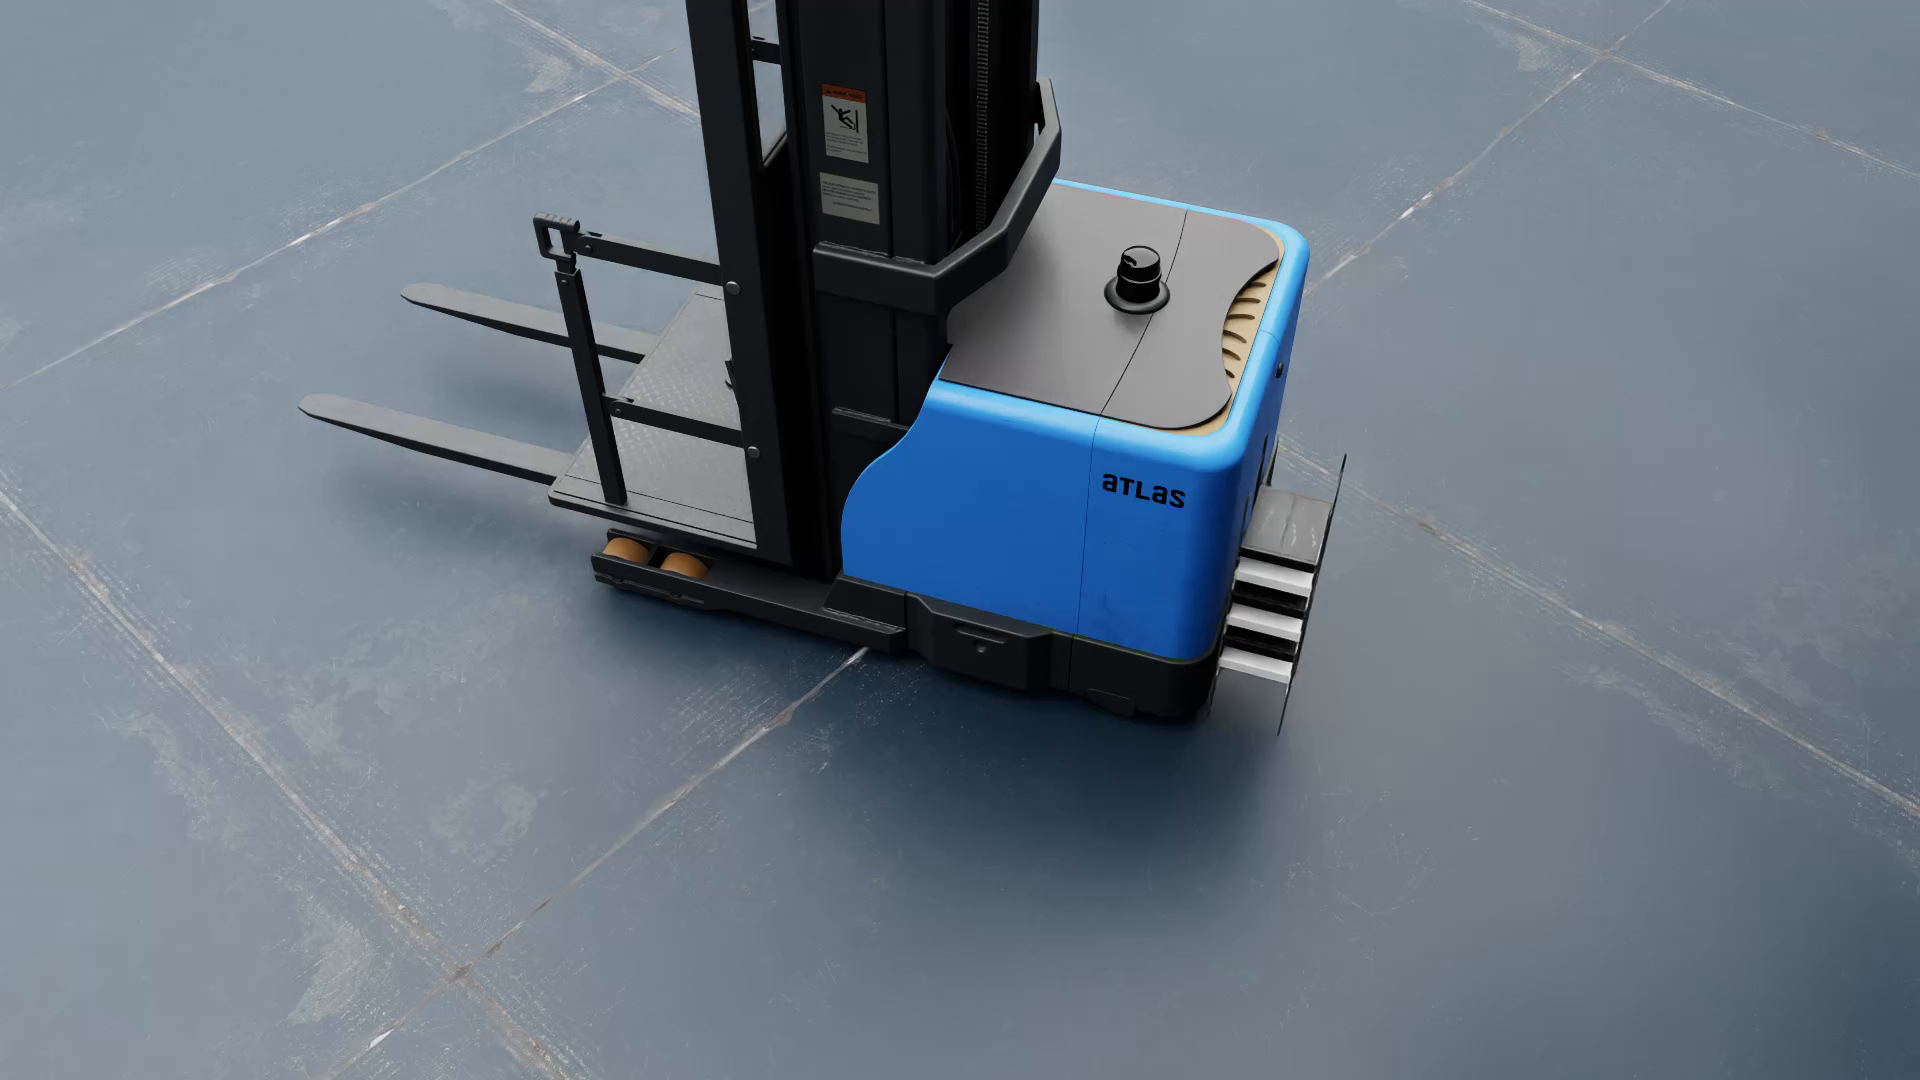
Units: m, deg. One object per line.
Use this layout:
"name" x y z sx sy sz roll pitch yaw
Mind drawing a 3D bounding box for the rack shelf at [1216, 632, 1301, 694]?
"rack shelf" 0.847 0.289 4.654 0.200 0.077 0.258 14 48 13

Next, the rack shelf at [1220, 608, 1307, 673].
"rack shelf" 0.847 0.227 4.588 0.200 0.077 0.258 14 48 13

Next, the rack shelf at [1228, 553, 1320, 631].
"rack shelf" 0.847 0.104 4.457 0.200 0.077 0.258 14 48 13

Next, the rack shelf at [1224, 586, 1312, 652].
"rack shelf" 0.847 0.166 4.523 0.200 0.077 0.258 14 48 13

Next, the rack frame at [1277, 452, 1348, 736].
"rack frame" 0.943 0.167 4.476 0.006 0.900 0.240 14 48 13

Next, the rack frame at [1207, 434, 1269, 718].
"rack frame" 0.751 0.119 4.521 0.006 0.900 0.240 14 48 13

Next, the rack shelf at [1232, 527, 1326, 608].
"rack shelf" 0.847 0.043 4.391 0.200 0.077 0.258 14 48 13

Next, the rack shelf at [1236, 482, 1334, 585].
"rack shelf" 0.847 -0.019 4.326 0.200 0.077 0.258 14 48 13

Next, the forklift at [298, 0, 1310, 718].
"forklift" -0.594 -1.152 4.321 3.031 2.935 1.130 14 48 13

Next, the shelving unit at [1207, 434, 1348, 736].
"shelving unit" 0.847 0.143 4.498 0.210 0.900 0.258 14 48 13
